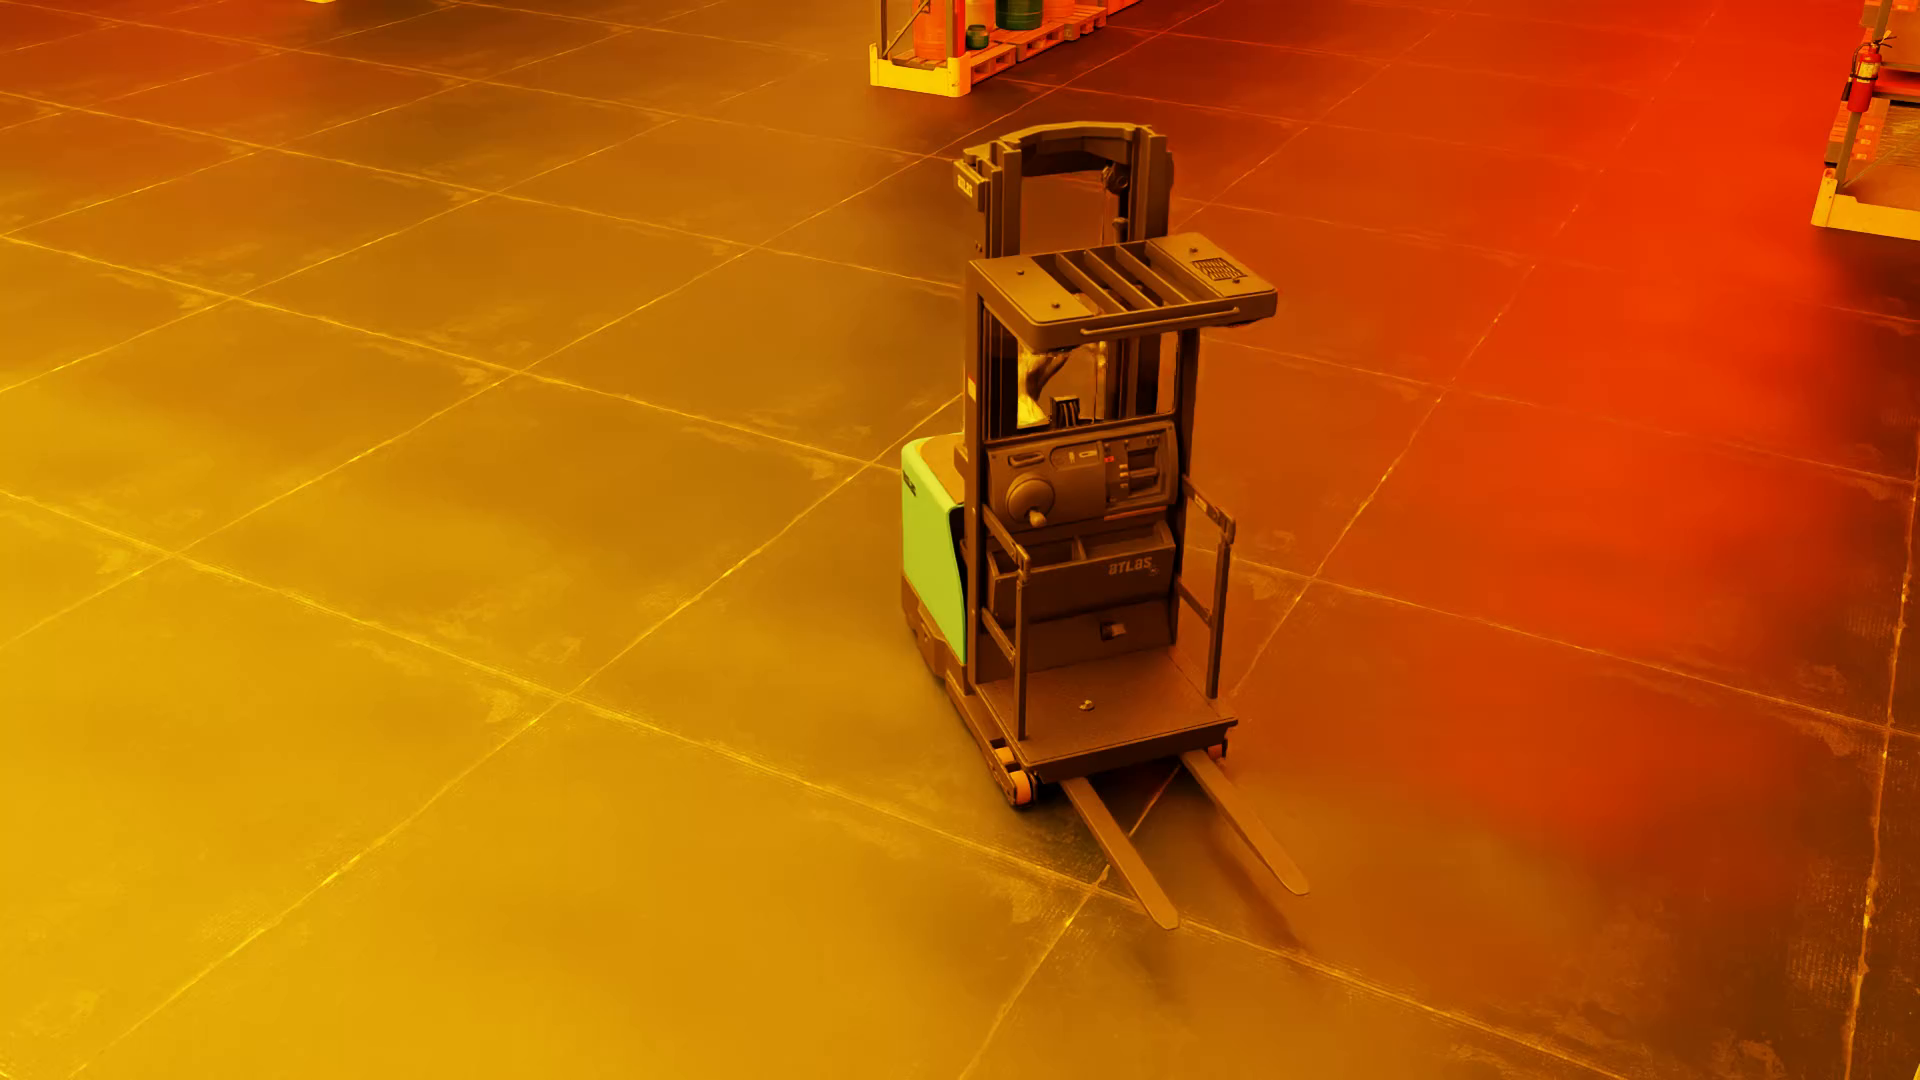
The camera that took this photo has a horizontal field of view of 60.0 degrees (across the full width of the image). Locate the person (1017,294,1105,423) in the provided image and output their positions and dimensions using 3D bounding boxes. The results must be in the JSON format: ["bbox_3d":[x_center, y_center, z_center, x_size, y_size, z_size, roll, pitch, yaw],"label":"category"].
[{"bbox_3d":[0.440,-0.774,9.820,0.914,1.535,1.023,24,38,35],"label":"person"}]

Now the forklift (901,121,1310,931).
[{"bbox_3d":[0.649,-0.250,7.505,1.130,2.935,3.031,-10,32,-17],"label":"forklift"}]
